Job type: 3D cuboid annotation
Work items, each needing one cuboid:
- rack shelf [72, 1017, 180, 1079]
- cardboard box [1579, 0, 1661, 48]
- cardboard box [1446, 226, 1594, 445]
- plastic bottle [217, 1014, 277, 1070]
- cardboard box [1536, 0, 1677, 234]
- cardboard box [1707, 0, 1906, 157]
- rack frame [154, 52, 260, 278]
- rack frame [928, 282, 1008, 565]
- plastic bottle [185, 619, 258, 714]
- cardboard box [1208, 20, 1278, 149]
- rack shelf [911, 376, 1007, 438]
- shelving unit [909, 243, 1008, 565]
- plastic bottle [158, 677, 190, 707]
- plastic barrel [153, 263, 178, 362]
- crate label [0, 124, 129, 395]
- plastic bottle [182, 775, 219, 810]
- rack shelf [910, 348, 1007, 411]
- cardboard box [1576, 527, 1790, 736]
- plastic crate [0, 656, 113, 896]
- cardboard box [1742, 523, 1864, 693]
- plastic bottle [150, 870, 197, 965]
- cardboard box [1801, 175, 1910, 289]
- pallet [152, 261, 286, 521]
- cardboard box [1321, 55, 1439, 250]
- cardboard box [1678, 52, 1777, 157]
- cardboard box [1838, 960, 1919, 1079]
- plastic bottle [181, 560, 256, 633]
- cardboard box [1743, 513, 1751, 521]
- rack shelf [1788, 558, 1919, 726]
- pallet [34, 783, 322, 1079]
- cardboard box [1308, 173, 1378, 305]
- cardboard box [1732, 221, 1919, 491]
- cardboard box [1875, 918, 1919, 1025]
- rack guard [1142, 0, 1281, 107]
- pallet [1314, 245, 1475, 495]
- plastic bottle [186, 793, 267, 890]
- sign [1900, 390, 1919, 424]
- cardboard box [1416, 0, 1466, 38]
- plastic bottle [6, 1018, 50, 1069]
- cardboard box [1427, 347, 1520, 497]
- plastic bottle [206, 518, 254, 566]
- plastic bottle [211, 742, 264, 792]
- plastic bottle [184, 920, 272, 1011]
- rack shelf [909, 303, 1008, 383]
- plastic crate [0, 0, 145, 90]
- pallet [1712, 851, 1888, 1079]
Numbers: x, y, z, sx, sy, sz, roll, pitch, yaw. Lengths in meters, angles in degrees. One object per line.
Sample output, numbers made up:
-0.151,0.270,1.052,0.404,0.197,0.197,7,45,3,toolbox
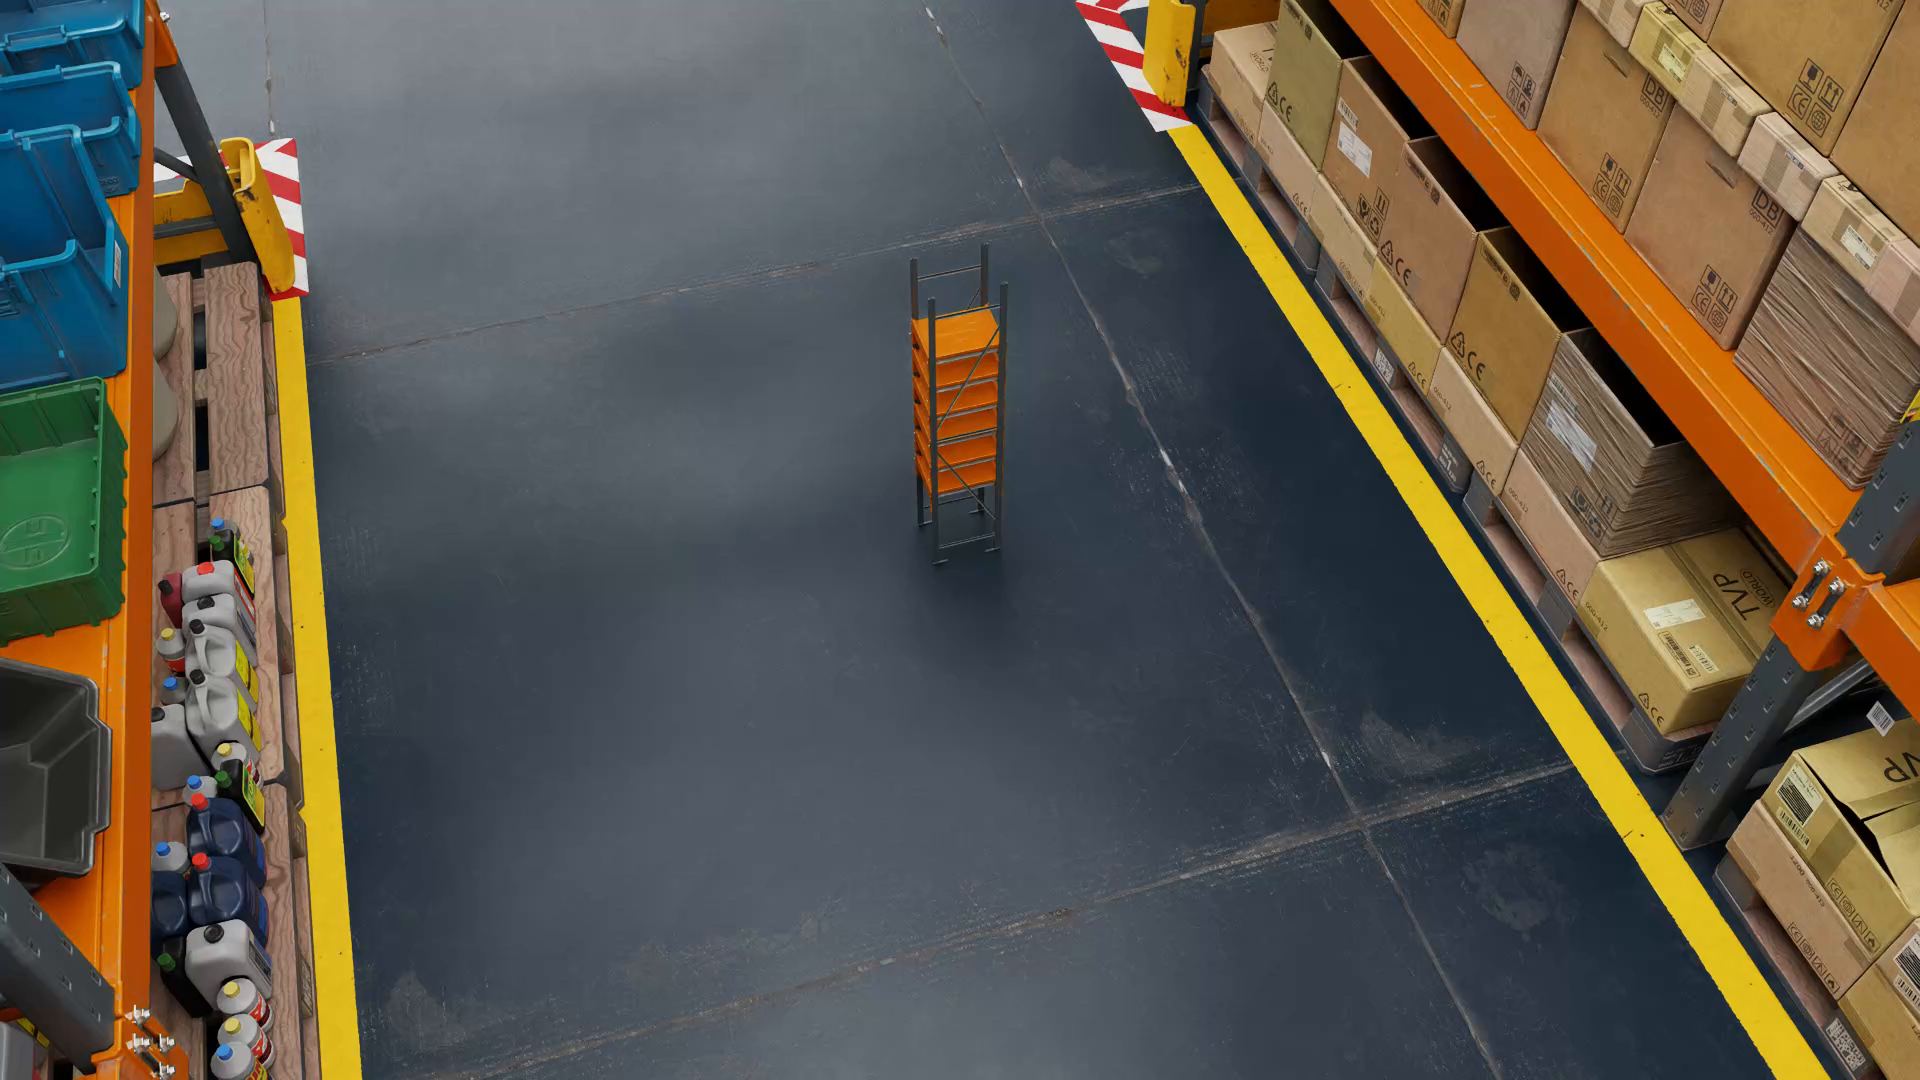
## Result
-1.531,2.620,2.050,1.077,0.370,4.000,-13,51,-11,rack shelf
1.951,-1.509,4.571,0.380,0.149,0.250,-12,51,-10,cardboard box
1.976,-0.702,5.414,0.500,0.500,0.500,-13,51,-11,cardboard box
-1.828,1.281,4.251,0.097,0.201,0.097,0,50,0,plastic bottle
2.166,-1.296,4.815,0.700,0.500,0.500,-13,51,-10,cardboard box
2.322,-1.332,3.997,0.700,0.500,0.500,-13,51,-11,cardboard box
-3.306,-1.994,5.469,1.000,3.000,0.127,-13,51,-11,rack frame
0.023,-0.330,5.244,0.240,1.200,0.006,-13,51,-11,rack frame
-2.202,0.372,4.920,0.144,0.351,0.185,-11,51,-9,plastic bottle
1.373,-1.919,6.929,0.500,0.250,0.500,-13,51,-11,cardboard box
-0.004,-0.446,5.242,0.258,0.103,0.180,-13,51,-11,rack shelf
-0.004,-0.397,5.300,0.258,1.200,0.189,-13,51,-11,shelving unit
-2.304,0.479,4.927,0.097,0.201,0.097,0,50,0,plastic bottle
-3.038,-0.864,5.869,0.421,0.512,0.421,0,50,0,plastic barrel
-2.503,-0.723,4.374,0.502,0.435,0.616,-13,51,-11,crate label
-2.100,0.744,4.657,0.097,0.271,0.097,0,50,0,plastic bottle
-0.004,-0.523,5.151,0.258,0.103,0.180,-13,51,-11,rack shelf
2.264,0.271,5.083,0.500,0.250,0.500,-13,51,-11,cardboard box
-2.156,0.536,3.377,0.767,0.338,0.504,-13,51,-11,plastic crate
2.762,0.153,5.182,0.500,0.250,0.500,-13,51,-11,cardboard box
-2.103,0.988,4.400,0.144,0.351,0.185,-13,51,-11,plastic bottle
2.254,-0.763,3.941,0.380,0.149,0.250,-14,51,-12,cardboard box
-3.003,-0.456,5.997,1.003,0.211,1.213,-13,51,-11,pallet
1.683,-1.433,6.030,0.500,0.500,0.500,-13,51,-11,cardboard box
2.095,-1.145,4.264,0.380,0.149,0.250,-13,51,-11,cardboard box
2.642,1.285,4.229,0.500,0.250,0.500,-12,51,-10,cardboard box
-2.296,0.174,5.135,0.152,0.276,0.135,-13,51,-11,plastic bottle
2.617,-0.454,5.204,0.500,0.500,0.500,-13,51,-11,cardboard box
3.201,1.502,2.992,1.077,0.370,4.000,-13,51,-11,rack shelf
-2.282,1.326,4.494,1.003,0.211,1.213,-13,51,-11,pallet
1.672,-1.189,6.314,0.500,0.250,0.500,-13,51,-11,cardboard box
2.473,-0.545,4.182,0.700,0.500,0.500,-15,51,-12,cardboard box
2.637,1.105,4.014,0.500,0.311,0.500,-14,51,-11,cardboard box
1.420,-2.323,7.382,1.175,0.500,0.348,-13,51,-11,rack guard
2.050,-0.774,6.265,1.003,0.211,1.213,-13,51,-11,pallet
-2.021,0.818,4.543,0.144,0.351,0.185,-15,52,-13,plastic bottle
2.080,-0.368,3.480,0.100,0.325,0.005,-13,51,-11,sign
1.854,-2.054,5.454,0.700,0.500,0.500,-13,51,-11,cardboard box
-2.451,1.201,4.220,0.144,0.351,0.185,-13,51,-11,plastic bottle
1.964,-0.458,5.698,0.500,0.250,0.500,-13,51,-11,cardboard box
-2.344,0.008,5.324,0.097,0.201,0.097,0,50,0,plastic bottle
-2.082,0.654,4.779,0.097,0.201,0.097,0,50,0,plastic bottle
-1.920,1.101,4.353,0.152,0.276,0.135,-12,51,-10,plastic bottle
-0.004,-0.601,5.059,0.258,0.103,0.180,-13,51,-11,rack shelf
-2.872,-1.649,5.275,0.499,0.251,0.616,-13,51,-11,plastic crate
2.865,1.238,4.568,1.003,0.211,1.213,-13,51,-11,pallet
